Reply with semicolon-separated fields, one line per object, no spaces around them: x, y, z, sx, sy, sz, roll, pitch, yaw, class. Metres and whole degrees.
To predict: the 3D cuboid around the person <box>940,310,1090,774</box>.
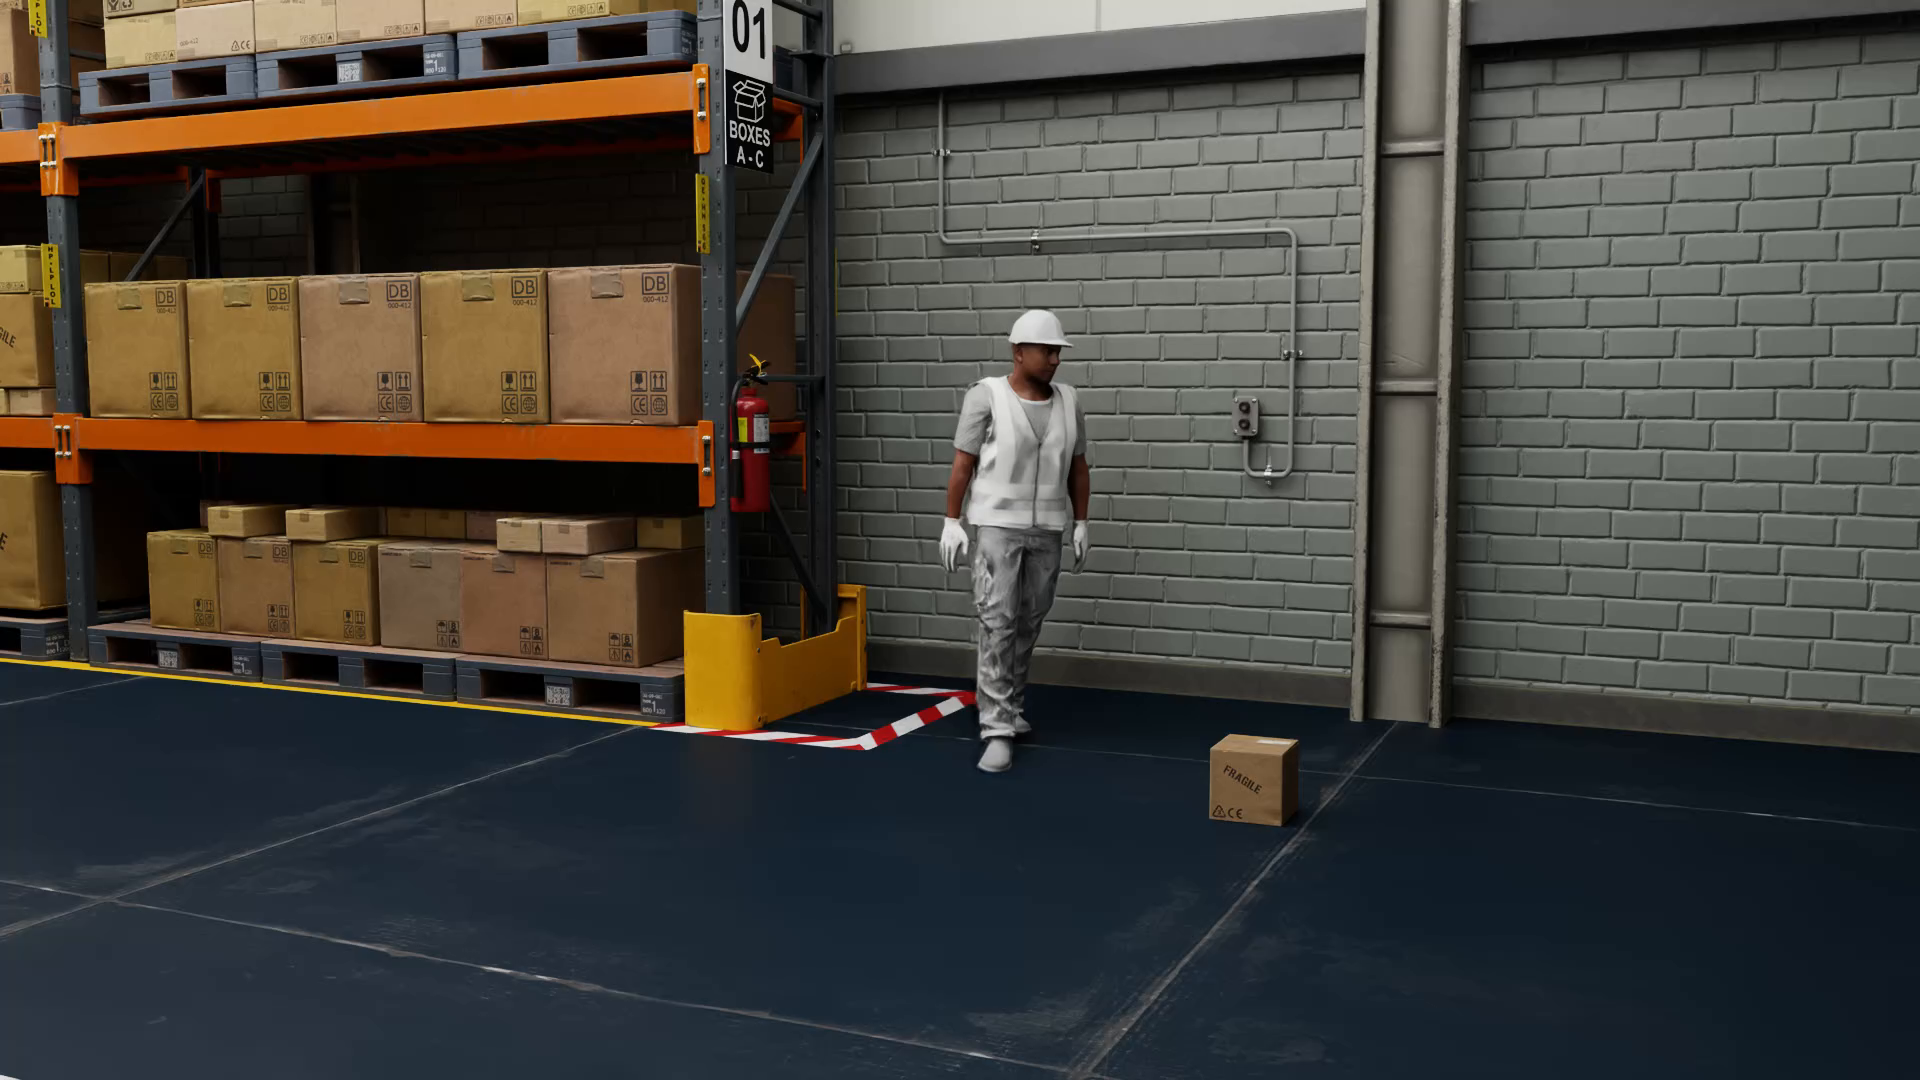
0.247;-0.028;6.700;0.635;1.780;0.725;-3;6;-25;person
